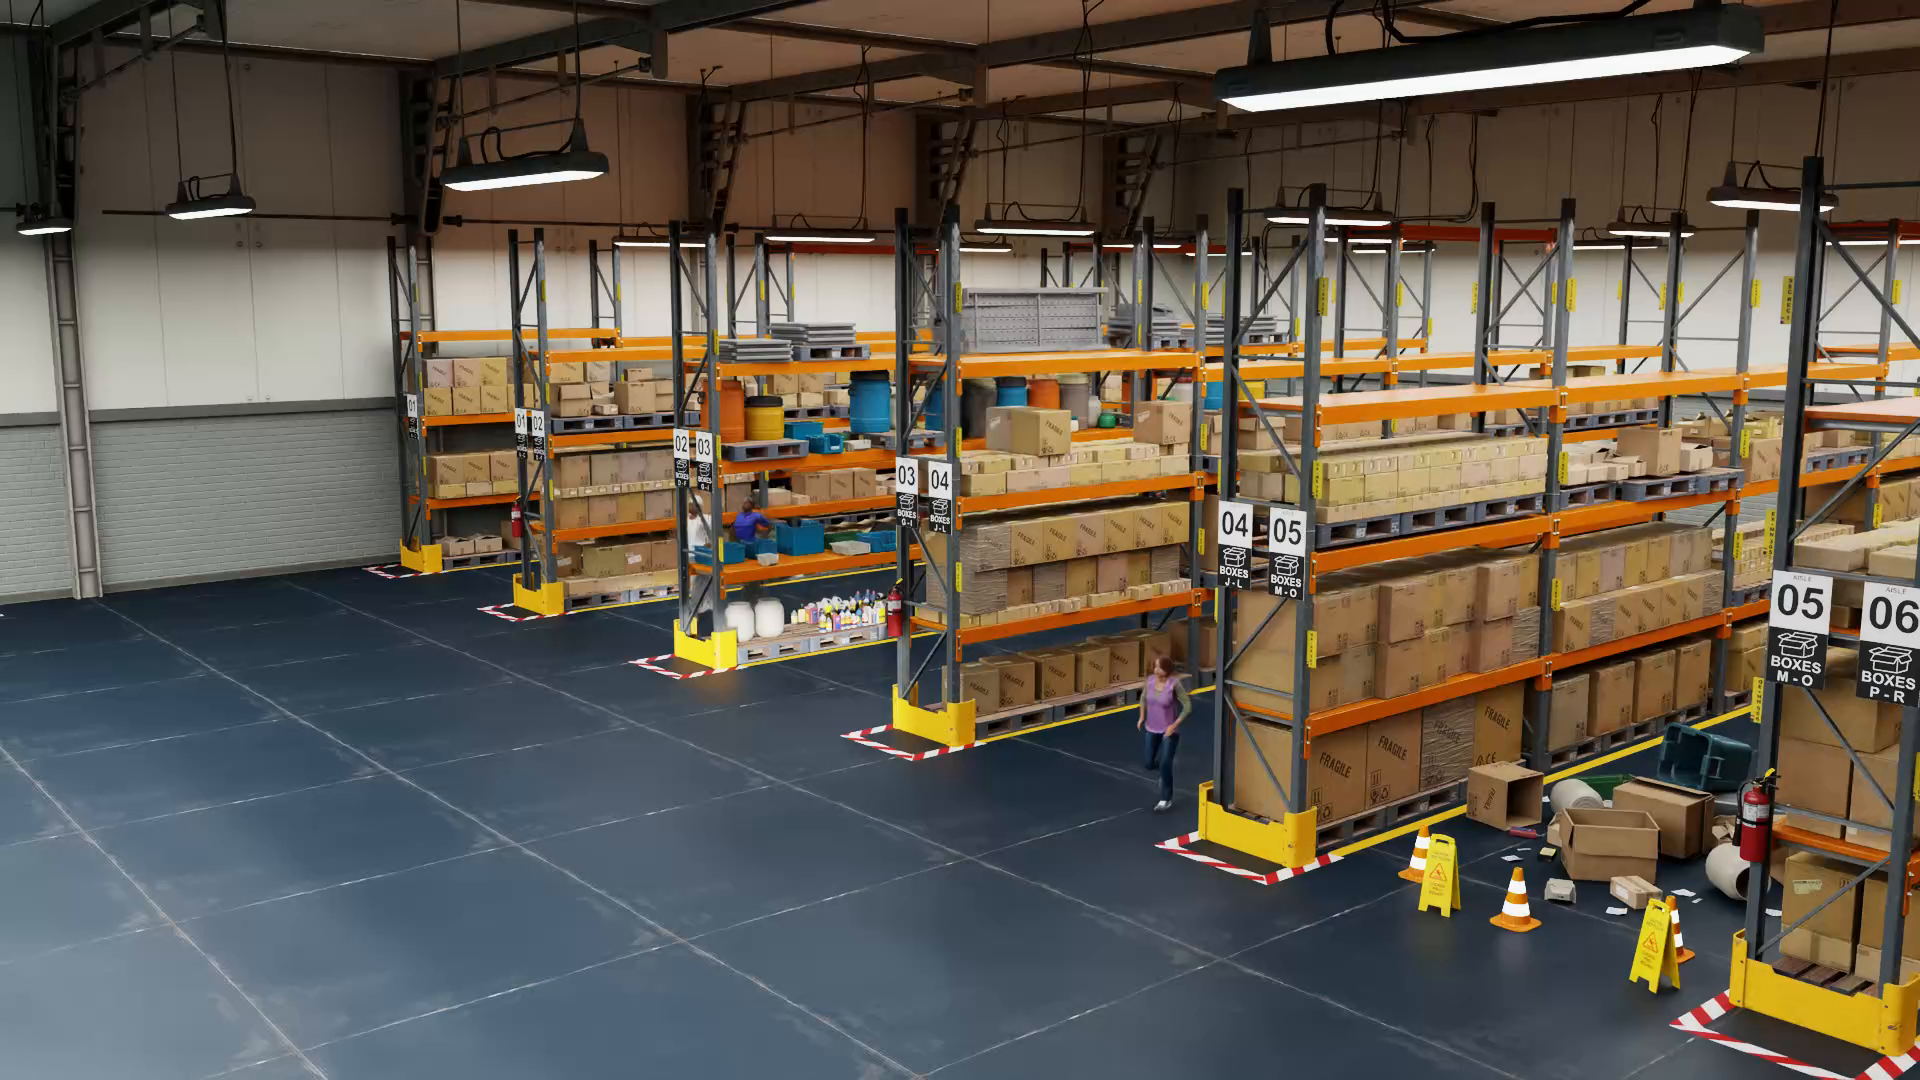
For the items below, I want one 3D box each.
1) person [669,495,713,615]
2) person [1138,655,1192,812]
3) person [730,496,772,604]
[{"bbox_3d":[-3.914,0.276,24.430,0.702,1.881,0.674,-7,11,-40],"label":"person"},{"bbox_3d":[2.046,1.892,16.520,0.588,1.587,0.516,6,10,32],"label":"person"},{"bbox_3d":[-3.205,0.195,25.155,0.566,1.705,0.725,6,11,34],"label":"person"}]
